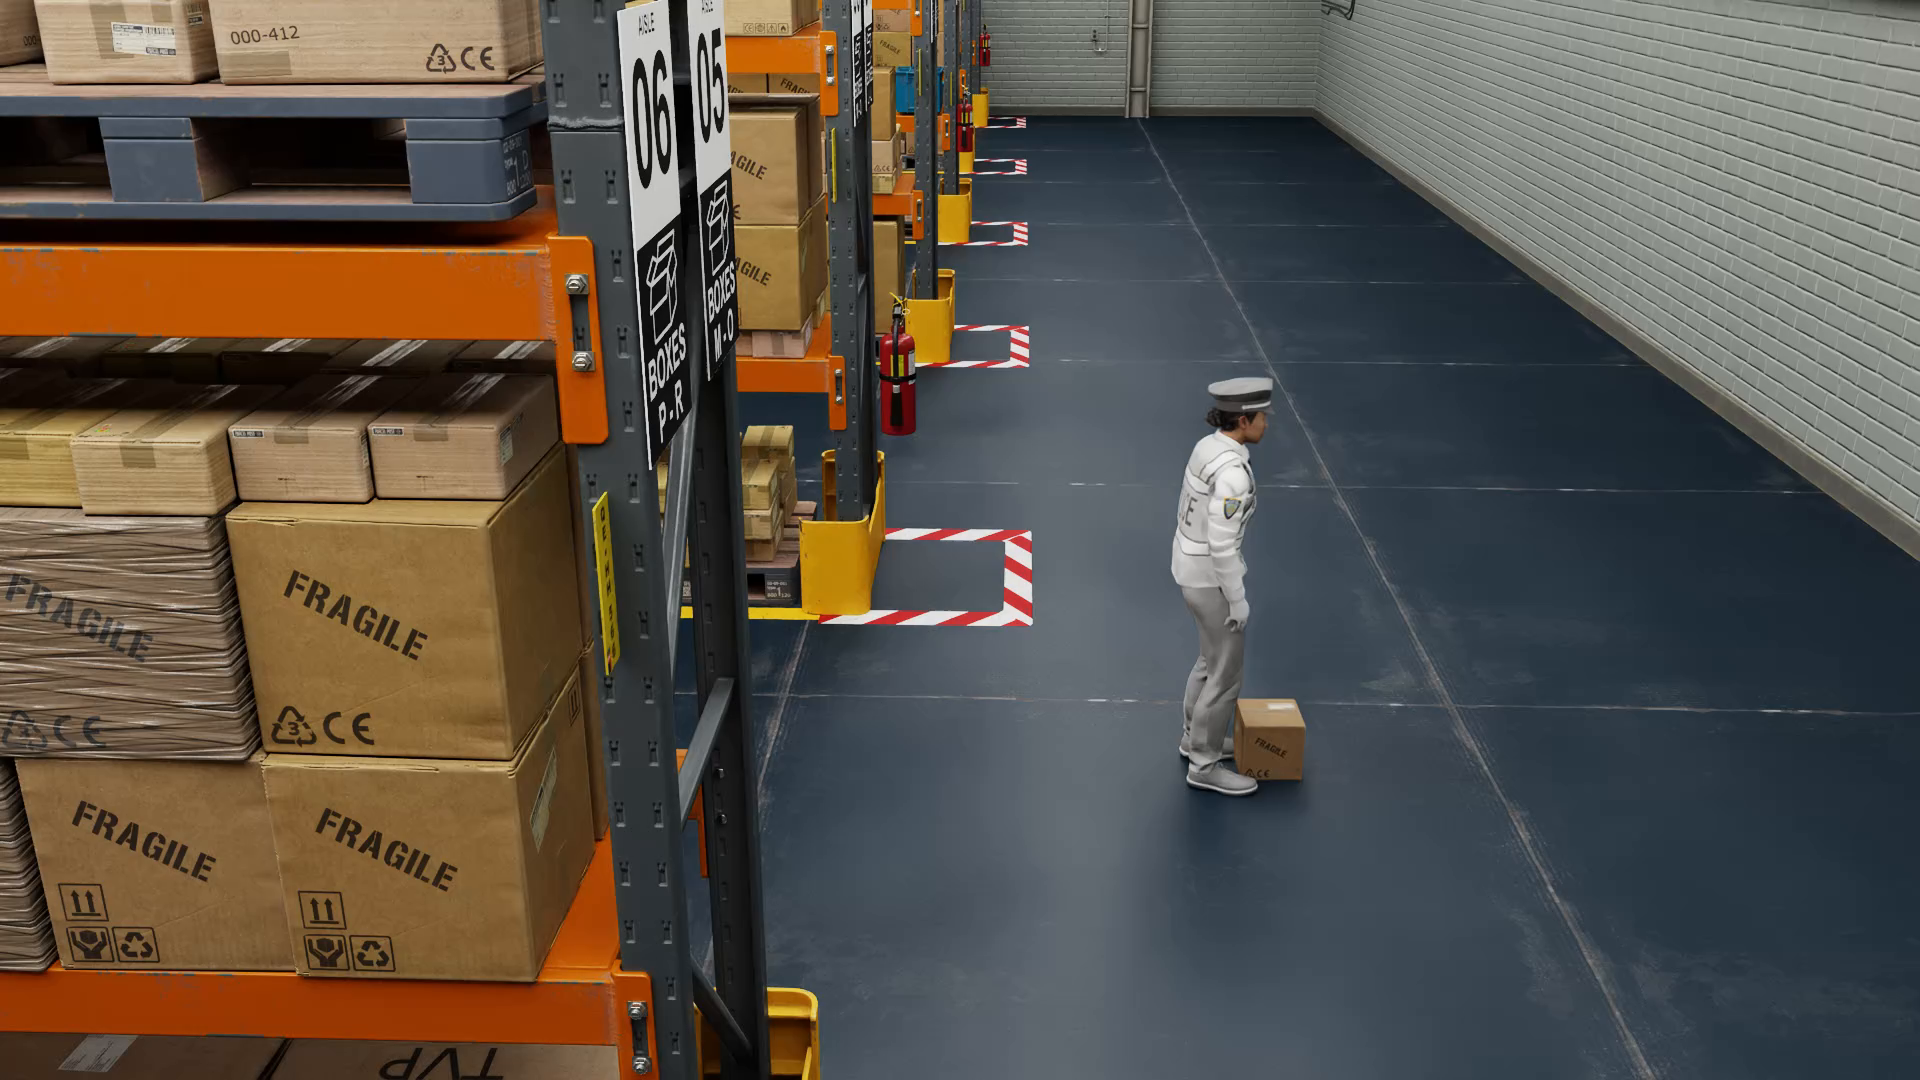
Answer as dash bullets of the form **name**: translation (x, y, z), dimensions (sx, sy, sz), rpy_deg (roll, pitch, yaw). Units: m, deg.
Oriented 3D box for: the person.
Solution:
- **person**: translation (1.031, 0.168, 6.637), dimensions (0.367, 1.663, 0.516), rpy_deg (0, 21, 0)
